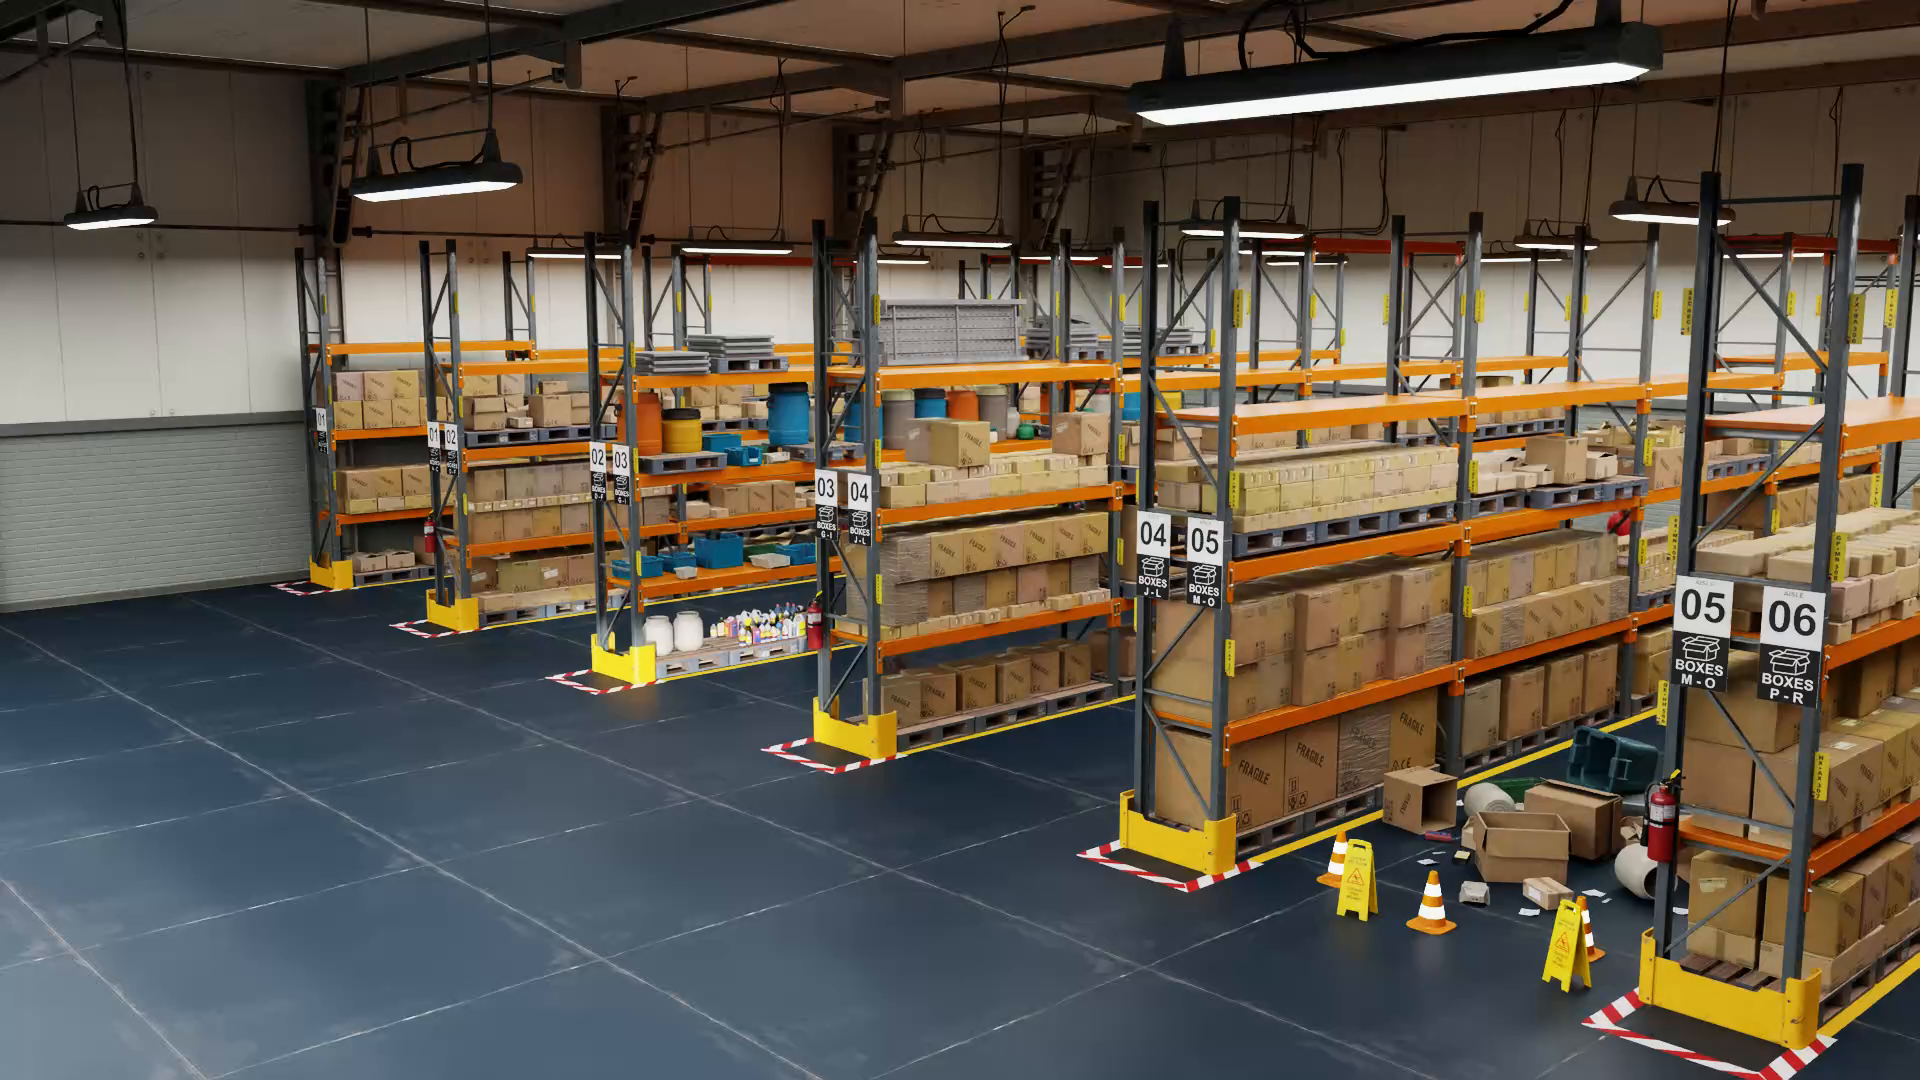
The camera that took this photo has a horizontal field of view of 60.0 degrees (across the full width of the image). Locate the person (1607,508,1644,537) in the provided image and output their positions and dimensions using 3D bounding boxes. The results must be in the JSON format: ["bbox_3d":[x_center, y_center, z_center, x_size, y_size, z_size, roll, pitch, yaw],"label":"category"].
[{"bbox_3d":[11.559,0.116,28.832,0.647,1.660,0.554,1,8,9],"label":"person"}]

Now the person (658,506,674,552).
[{"bbox_3d":[-5.406,-0.106,30.631,0.929,1.598,0.557,-7,11,-40],"label":"person"}]

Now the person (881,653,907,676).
[{"bbox_3d":[-0.928,1.163,21.611,0.697,1.734,0.632,-7,11,-40],"label":"person"}]
